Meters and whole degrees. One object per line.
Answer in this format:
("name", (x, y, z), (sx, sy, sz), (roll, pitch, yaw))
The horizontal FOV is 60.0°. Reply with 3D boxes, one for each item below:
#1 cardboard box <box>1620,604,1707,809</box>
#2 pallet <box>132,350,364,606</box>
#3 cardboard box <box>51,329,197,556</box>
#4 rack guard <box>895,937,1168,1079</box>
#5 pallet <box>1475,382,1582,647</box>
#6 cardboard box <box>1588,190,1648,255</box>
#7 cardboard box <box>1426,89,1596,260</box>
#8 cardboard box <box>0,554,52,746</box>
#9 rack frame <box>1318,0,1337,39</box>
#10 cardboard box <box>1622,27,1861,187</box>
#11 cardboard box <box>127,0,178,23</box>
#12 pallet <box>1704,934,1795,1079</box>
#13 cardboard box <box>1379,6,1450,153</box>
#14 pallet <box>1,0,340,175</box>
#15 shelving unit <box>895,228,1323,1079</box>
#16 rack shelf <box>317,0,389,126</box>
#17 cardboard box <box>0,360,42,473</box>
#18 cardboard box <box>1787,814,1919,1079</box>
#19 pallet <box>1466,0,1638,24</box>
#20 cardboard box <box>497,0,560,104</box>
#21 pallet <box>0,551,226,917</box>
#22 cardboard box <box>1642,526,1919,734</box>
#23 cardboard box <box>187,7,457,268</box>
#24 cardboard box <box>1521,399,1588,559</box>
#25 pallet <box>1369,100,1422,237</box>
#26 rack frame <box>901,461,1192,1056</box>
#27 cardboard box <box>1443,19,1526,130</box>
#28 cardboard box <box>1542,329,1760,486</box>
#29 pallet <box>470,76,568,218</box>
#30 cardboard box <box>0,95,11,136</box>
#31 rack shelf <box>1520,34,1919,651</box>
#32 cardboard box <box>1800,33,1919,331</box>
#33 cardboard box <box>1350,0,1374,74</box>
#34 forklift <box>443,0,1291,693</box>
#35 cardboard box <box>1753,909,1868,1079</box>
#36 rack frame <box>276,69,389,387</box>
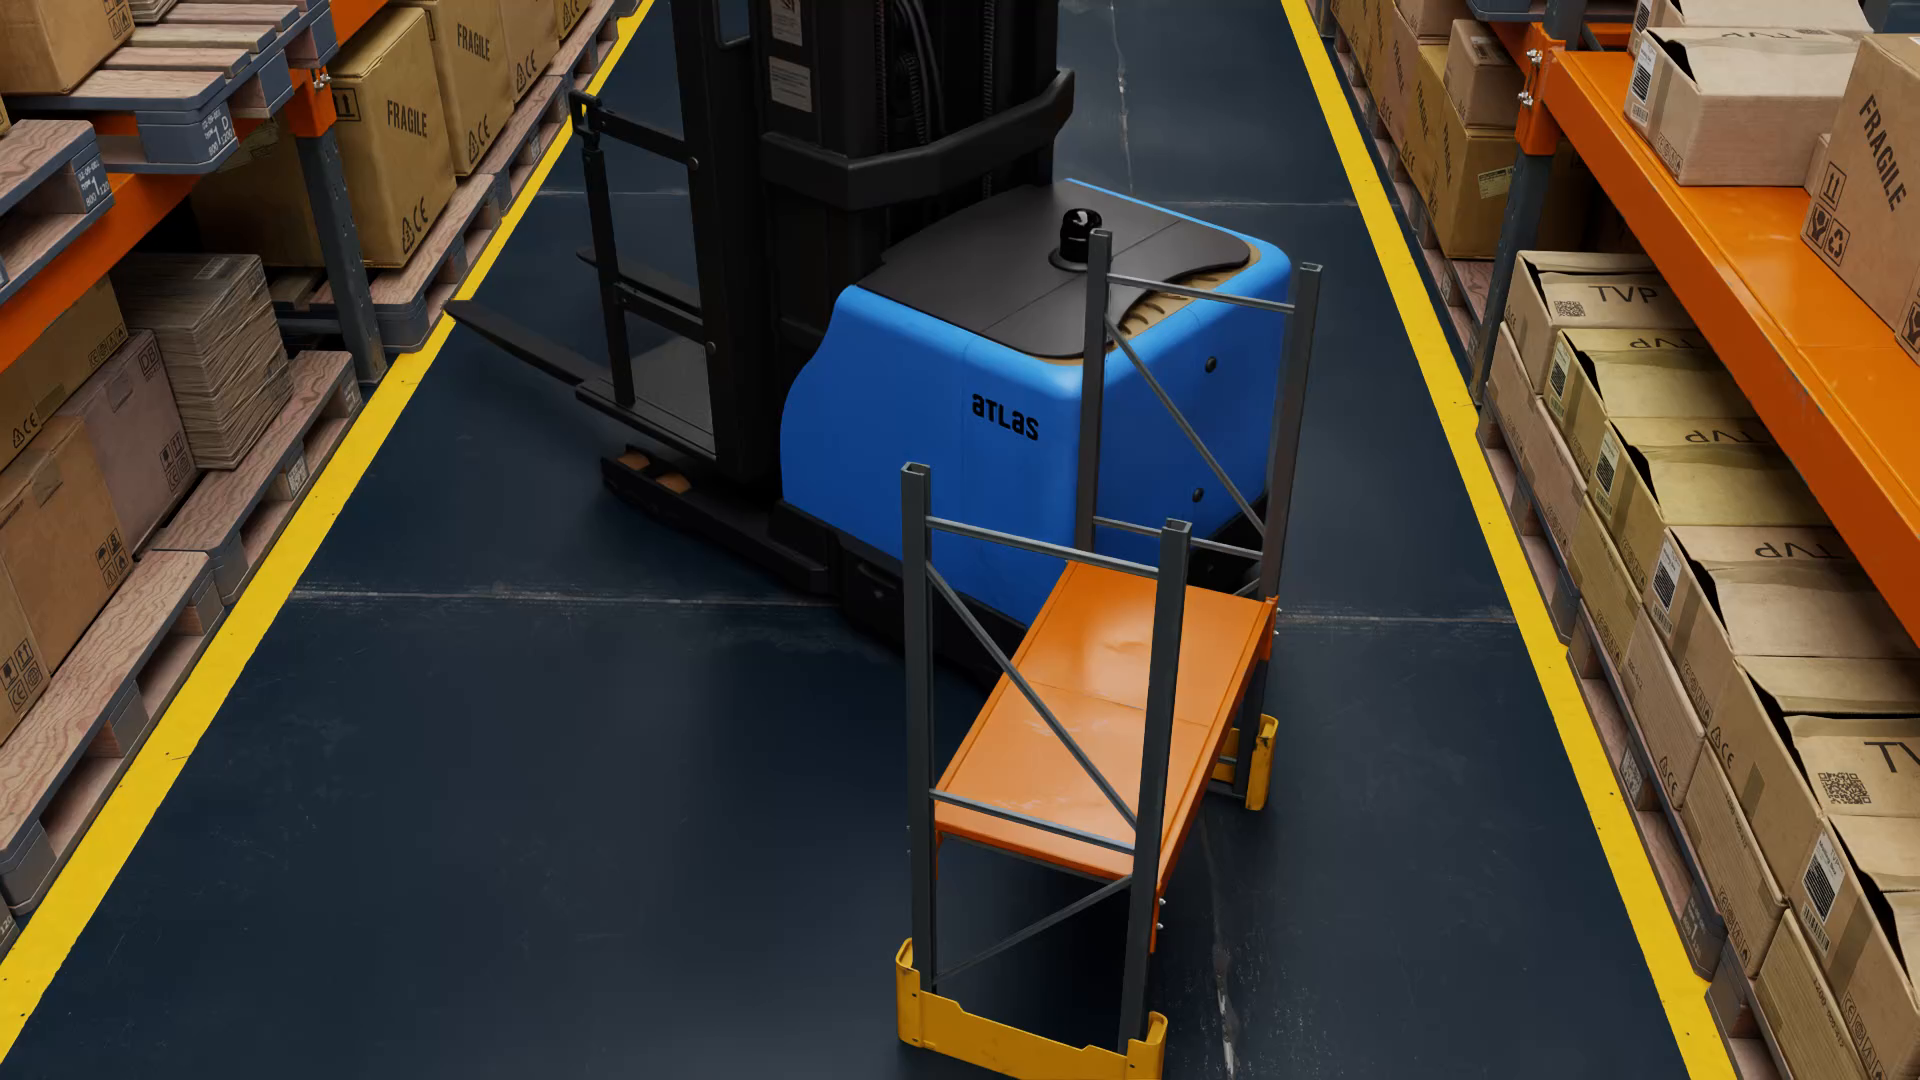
("cardboard box", (1.966, 0.409, 4.085), (0.500, 0.250, 0.500), (2, 35, 3))
("pallet", (-2.647, -0.243, 5.411), (1.003, 0.211, 1.213), (1, 35, 2))
("cardboard box", (-2.728, -0.281, 4.833), (0.700, 0.500, 0.500), (1, 35, 2))
("rack guard", (0.144, 1.042, 3.550), (0.587, 0.250, 0.087), (13, 37, 18))
("pallet", (2.264, -0.107, 5.219), (1.003, 0.211, 1.213), (1, 35, 2))
("cardboard box", (2.639, -1.132, 6.044), (0.500, 0.500, 0.500), (3, 35, 4))
("cardboard box", (2.139, -1.420, 6.453), (0.500, 0.500, 0.500), (3, 35, 4))
("cardboard box", (-2.730, 0.295, 4.013), (0.700, 0.500, 0.500), (2, 35, 2))
("rack frame", (2.496, -4.018, 8.359), (1.000, 3.000, 0.127), (1, 35, 2))
("cardboard box", (2.106, -1.174, 4.390), (0.500, 0.311, 0.500), (1, 35, 1))
("cardboard box", (-2.623, -1.783, 4.709), (0.700, 0.500, 0.500), (-3, 35, -4))
("pallet", (2.166, 1.295, 3.224), (1.003, 0.211, 1.213), (1, 35, 2))
("cardboard box", (2.175, -2.019, 7.306), (0.500, 0.500, 0.500), (0, 35, 0))
("pallet", (-2.536, -1.342, 4.718), (1.213, 0.211, 1.003), (1, 35, 2))
("shelving unit", (0.330, 0.265, 3.569), (0.587, 1.500, 1.083), (13, 37, 18))
("rack shelf", (-2.534, -2.687, 7.090), (1.077, 0.370, 4.000), (1, 35, 2))
("cardboard box", (-2.692, -0.260, 4.150), (0.500, 0.250, 0.500), (1, 35, 2))
("cardboard box", (1.919, 0.763, 3.093), (0.500, 0.311, 0.500), (2, 35, 3))
("pallet", (2.293, -2.033, 5.700), (1.213, 0.211, 1.003), (1, 35, 2))
("cardboard box", (-2.383, -2.536, 7.753), (0.750, 0.750, 0.750), (2, 35, 3))
("pallet", (-2.699, 0.457, 4.417), (1.003, 0.211, 1.213), (1, 35, 2))
("cardboard box", (1.966, 0.188, 3.912), (0.500, 0.311, 0.500), (1, 35, 1))
("cardboard box", (-2.454, -1.544, 6.343), (0.750, 0.750, 0.750), (1, 35, 1))
("cardboard box", (2.002, -0.184, 4.929), (0.500, 0.250, 0.500), (0, 35, 1))
("pallet", (2.455, -1.706, 7.494), (1.003, 0.211, 1.213), (1, 35, 2))
("rack frame", (0.137, 0.541, 3.176), (0.500, 1.500, 0.032), (13, 37, 18))
("cardboard box", (2.137, -1.759, 6.284), (0.500, 0.250, 0.500), (3, 35, 4))
("cardboard box", (2.008, -0.400, 4.749), (0.500, 0.311, 0.500), (1, 35, 1))
("pallet", (-2.456, -1.842, 7.687), (1.003, 0.211, 1.213), (1, 35, 2))
("cardboard box", (-2.651, -1.067, 3.689), (0.700, 0.500, 0.500), (1, 35, 2))
("rack shelf", (2.255, -0.277, 3.661), (1.077, 0.370, 4.000), (1, 35, 2))
("cardboard box", (2.285, -0.797, 3.688), (0.500, 0.500, 0.500), (0, 35, -1))
("cardboard box", (2.223, -2.596, 8.127), (0.500, 0.500, 0.500), (2, 35, 3))
("forklift", (-0.529, -1.453, 4.769), (3.031, 2.935, 1.130), (26, 43, 32))
("cardboard box", (1.924, 0.996, 3.251), (0.500, 0.250, 0.500), (1, 35, 1))
("rack frame", (-2.614, -1.832, 5.248), (1.000, 3.000, 0.127), (1, 35, 2))
